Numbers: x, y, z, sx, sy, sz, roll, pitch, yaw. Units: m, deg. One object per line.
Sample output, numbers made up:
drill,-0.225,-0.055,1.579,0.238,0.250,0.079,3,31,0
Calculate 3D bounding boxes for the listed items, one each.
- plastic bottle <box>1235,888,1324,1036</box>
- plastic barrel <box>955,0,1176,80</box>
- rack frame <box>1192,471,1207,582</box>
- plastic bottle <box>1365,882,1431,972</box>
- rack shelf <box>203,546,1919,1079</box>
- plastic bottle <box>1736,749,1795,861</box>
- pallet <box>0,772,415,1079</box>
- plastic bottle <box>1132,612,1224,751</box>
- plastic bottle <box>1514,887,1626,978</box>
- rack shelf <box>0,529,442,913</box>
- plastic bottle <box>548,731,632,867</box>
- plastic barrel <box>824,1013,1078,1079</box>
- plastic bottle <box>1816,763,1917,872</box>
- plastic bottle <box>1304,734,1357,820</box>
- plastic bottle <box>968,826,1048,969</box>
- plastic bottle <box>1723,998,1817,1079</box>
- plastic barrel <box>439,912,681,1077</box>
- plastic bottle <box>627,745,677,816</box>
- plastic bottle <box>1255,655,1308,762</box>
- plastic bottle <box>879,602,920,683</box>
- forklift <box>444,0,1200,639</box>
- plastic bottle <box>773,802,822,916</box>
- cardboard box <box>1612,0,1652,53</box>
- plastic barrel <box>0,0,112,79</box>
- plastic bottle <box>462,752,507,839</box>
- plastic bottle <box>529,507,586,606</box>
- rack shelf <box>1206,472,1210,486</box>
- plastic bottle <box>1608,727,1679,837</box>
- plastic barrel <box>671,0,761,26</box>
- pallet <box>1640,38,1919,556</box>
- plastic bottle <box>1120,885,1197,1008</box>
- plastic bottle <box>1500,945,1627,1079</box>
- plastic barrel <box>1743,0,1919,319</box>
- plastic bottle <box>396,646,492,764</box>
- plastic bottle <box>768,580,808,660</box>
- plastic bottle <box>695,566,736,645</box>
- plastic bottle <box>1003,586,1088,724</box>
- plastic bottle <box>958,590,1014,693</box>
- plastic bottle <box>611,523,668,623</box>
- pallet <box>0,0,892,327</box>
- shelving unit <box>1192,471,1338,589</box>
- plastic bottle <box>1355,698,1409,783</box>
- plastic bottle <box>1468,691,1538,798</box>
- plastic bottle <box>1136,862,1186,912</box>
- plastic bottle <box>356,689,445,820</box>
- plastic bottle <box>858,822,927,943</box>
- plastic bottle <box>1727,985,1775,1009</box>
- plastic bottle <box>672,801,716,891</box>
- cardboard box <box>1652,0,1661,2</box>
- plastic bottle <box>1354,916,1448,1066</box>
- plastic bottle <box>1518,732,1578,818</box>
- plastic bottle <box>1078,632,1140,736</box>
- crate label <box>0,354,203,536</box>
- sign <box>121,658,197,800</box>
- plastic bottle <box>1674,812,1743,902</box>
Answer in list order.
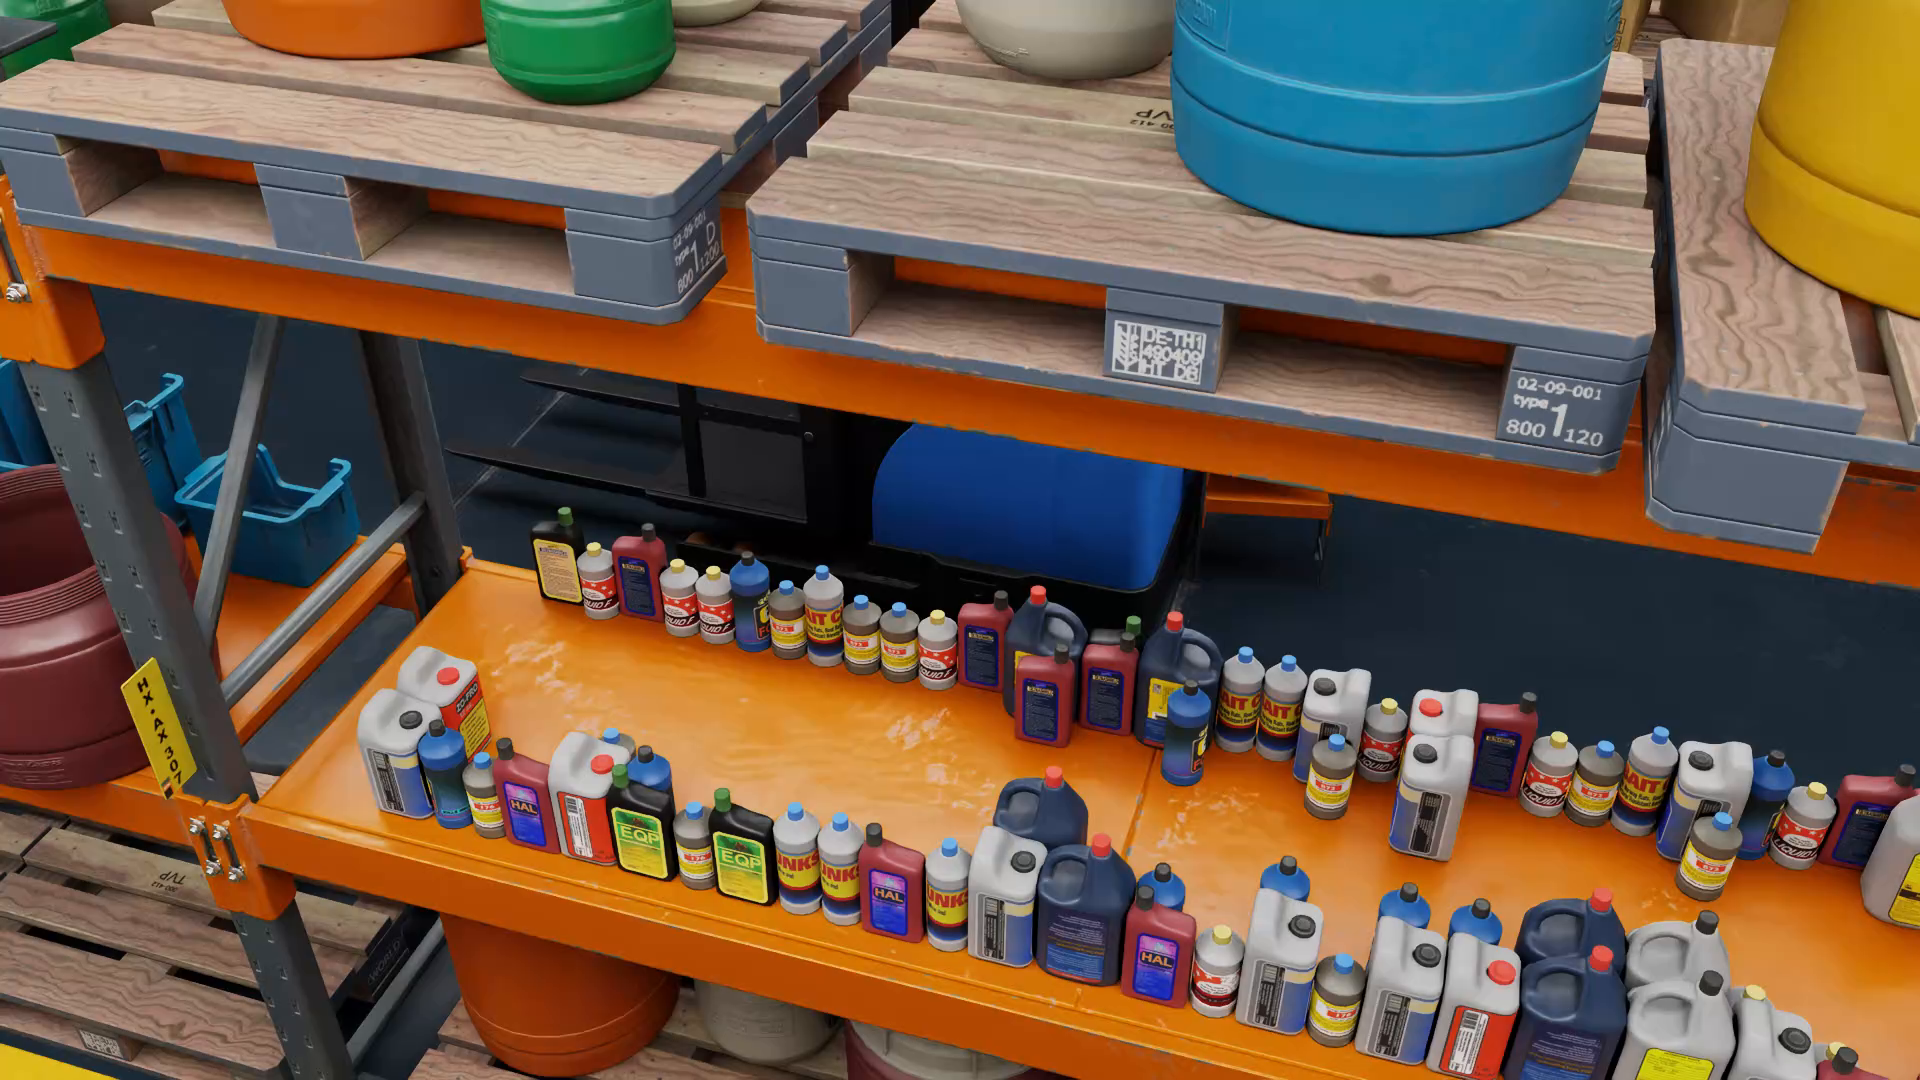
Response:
plastic bottle,0.623,0.808,3.226,0.135,0.276,0.152,10,38,14
plastic barrel,0.195,-1.047,2.643,0.433,0.535,0.433,0,36,0
rack frame,0.933,-0.391,6.269,0.015,1.200,0.240,3,36,5
plastic bottle,0.864,0.777,3.272,0.097,0.271,0.097,0,36,0
rack shelf,0.367,0.800,3.740,4.000,0.370,1.077,10,38,14
plastic bottle,1.717,0.558,3.569,0.097,0.271,0.097,0,36,0
pallet,-2.270,1.121,5.049,1.213,0.211,1.003,10,38,14
plastic bottle,0.505,0.317,3.831,0.185,0.351,0.144,10,38,14
plastic bottle,1.167,0.792,3.185,0.185,0.351,0.144,10,38,14
rack shelf,-3.451,0.093,4.700,4.000,0.370,1.077,10,38,14
plastic bottle,-0.784,0.548,3.580,0.135,0.276,0.152,10,38,14
plastic barrel,0.008,1.235,4.221,0.708,0.588,0.600,10,38,14
plastic bottle,1.926,0.581,3.529,0.133,0.283,0.061,10,38,14
plastic bottle,0.823,0.516,3.687,0.097,0.201,0.097,0,36,0
plastic bottle,0.098,0.711,3.358,0.135,0.276,0.152,10,38,14
plastic bottle,1.454,0.962,3.017,0.135,0.276,0.152,10,38,14
plastic barrel,-1.070,0.938,4.421,0.708,0.830,0.600,10,38,14
plastic bottle,-0.663,0.551,3.579,0.097,0.271,0.097,0,36,0
plastic bottle,0.740,0.377,3.815,0.097,0.271,0.097,0,36,0
plastic bottle,-0.146,0.242,4.059,0.097,0.201,0.097,0,36,0
forklift,-0.600,-1.295,6.037,3.031,2.935,1.130,11,38,14
plastic bottle,-0.334,0.650,3.445,0.097,0.271,0.097,0,36,0
cardboard box,2.696,-2.444,7.101,0.500,0.500,0.700,16,39,21
plastic barrel,-1.793,-1.004,3.183,0.294,0.245,0.294,0,36,0
plastic bottle,-1.030,0.549,3.641,0.097,0.201,0.097,0,36,0
plastic bottle,-1.029,0.034,4.272,0.133,0.283,0.061,10,38,14
rack shelf,1.175,-0.322,6.289,0.480,0.148,0.258,3,36,5
plastic bottle,1.496,0.517,3.625,0.097,0.271,0.097,0,36,0
plastic barrel,-0.475,-1.058,2.889,0.301,0.262,0.301,0,36,0
pallet,1.498,-0.352,2.326,1.003,0.211,1.213,10,38,14
plastic bottle,0.389,0.790,3.244,0.133,0.283,0.061,10,38,14
plastic bottle,1.124,0.874,3.074,0.185,0.351,0.144,10,38,14
plastic barrel,1.344,-0.636,2.040,0.600,0.588,0.600,0,36,0
plastic bottle,-1.180,0.380,3.808,0.135,0.276,0.152,10,38,14
plastic bottle,-0.425,0.190,4.129,0.097,0.201,0.097,0,36,0
plastic bottle,-0.611,0.156,4.176,0.097,0.201,0.097,0,36,0
plastic bottle,0.201,0.260,3.907,0.185,0.351,0.144,10,38,14
plastic bottle,0.062,0.236,3.998,0.133,0.283,0.061,10,38,14
plastic bottle,-0.809,0.075,4.217,0.133,0.283,0.061,10,38,14
pallet,-0.841,-0.785,2.915,1.213,0.211,1.003,10,38,14
shelving unit,1.175,-0.376,6.249,0.503,1.200,0.258,3,36,5
plastic bottle,0.961,0.447,3.780,0.097,0.201,0.097,0,36,0
plastic bottle,1.205,0.448,3.710,0.133,0.283,0.061,10,38,14
plastic bottle,0.395,0.747,3.313,0.097,0.271,0.097,0,36,0
plastic bottle,-1.226,0.466,3.691,0.135,0.276,0.152,10,38,14
plastic bottle,-0.136,0.693,3.376,0.133,0.283,0.061,10,38,14
plastic bottle,1.474,0.918,3.139,0.097,0.201,0.097,0,36,0
plastic bottle,-0.554,0.637,3.521,0.097,0.201,0.097,0,36,0
cardboard box,4.571,-4.086,11.231,0.750,0.750,0.750,11,38,14
plastic bottle,0.845,0.849,3.170,0.135,0.276,0.152,10,38,14
plastic bottle,1.310,0.511,3.692,0.097,0.201,0.097,0,36,0
plastic bottle,0.348,0.326,3.874,0.133,0.283,0.061,10,38,14
crate label,-2.410,-0.186,4.443,0.616,0.435,0.502,10,38,14
sign,-1.700,0.403,3.534,0.005,0.325,0.100,10,38,14
plastic bottle,1.579,0.656,3.496,0.097,0.201,0.097,0,36,0
